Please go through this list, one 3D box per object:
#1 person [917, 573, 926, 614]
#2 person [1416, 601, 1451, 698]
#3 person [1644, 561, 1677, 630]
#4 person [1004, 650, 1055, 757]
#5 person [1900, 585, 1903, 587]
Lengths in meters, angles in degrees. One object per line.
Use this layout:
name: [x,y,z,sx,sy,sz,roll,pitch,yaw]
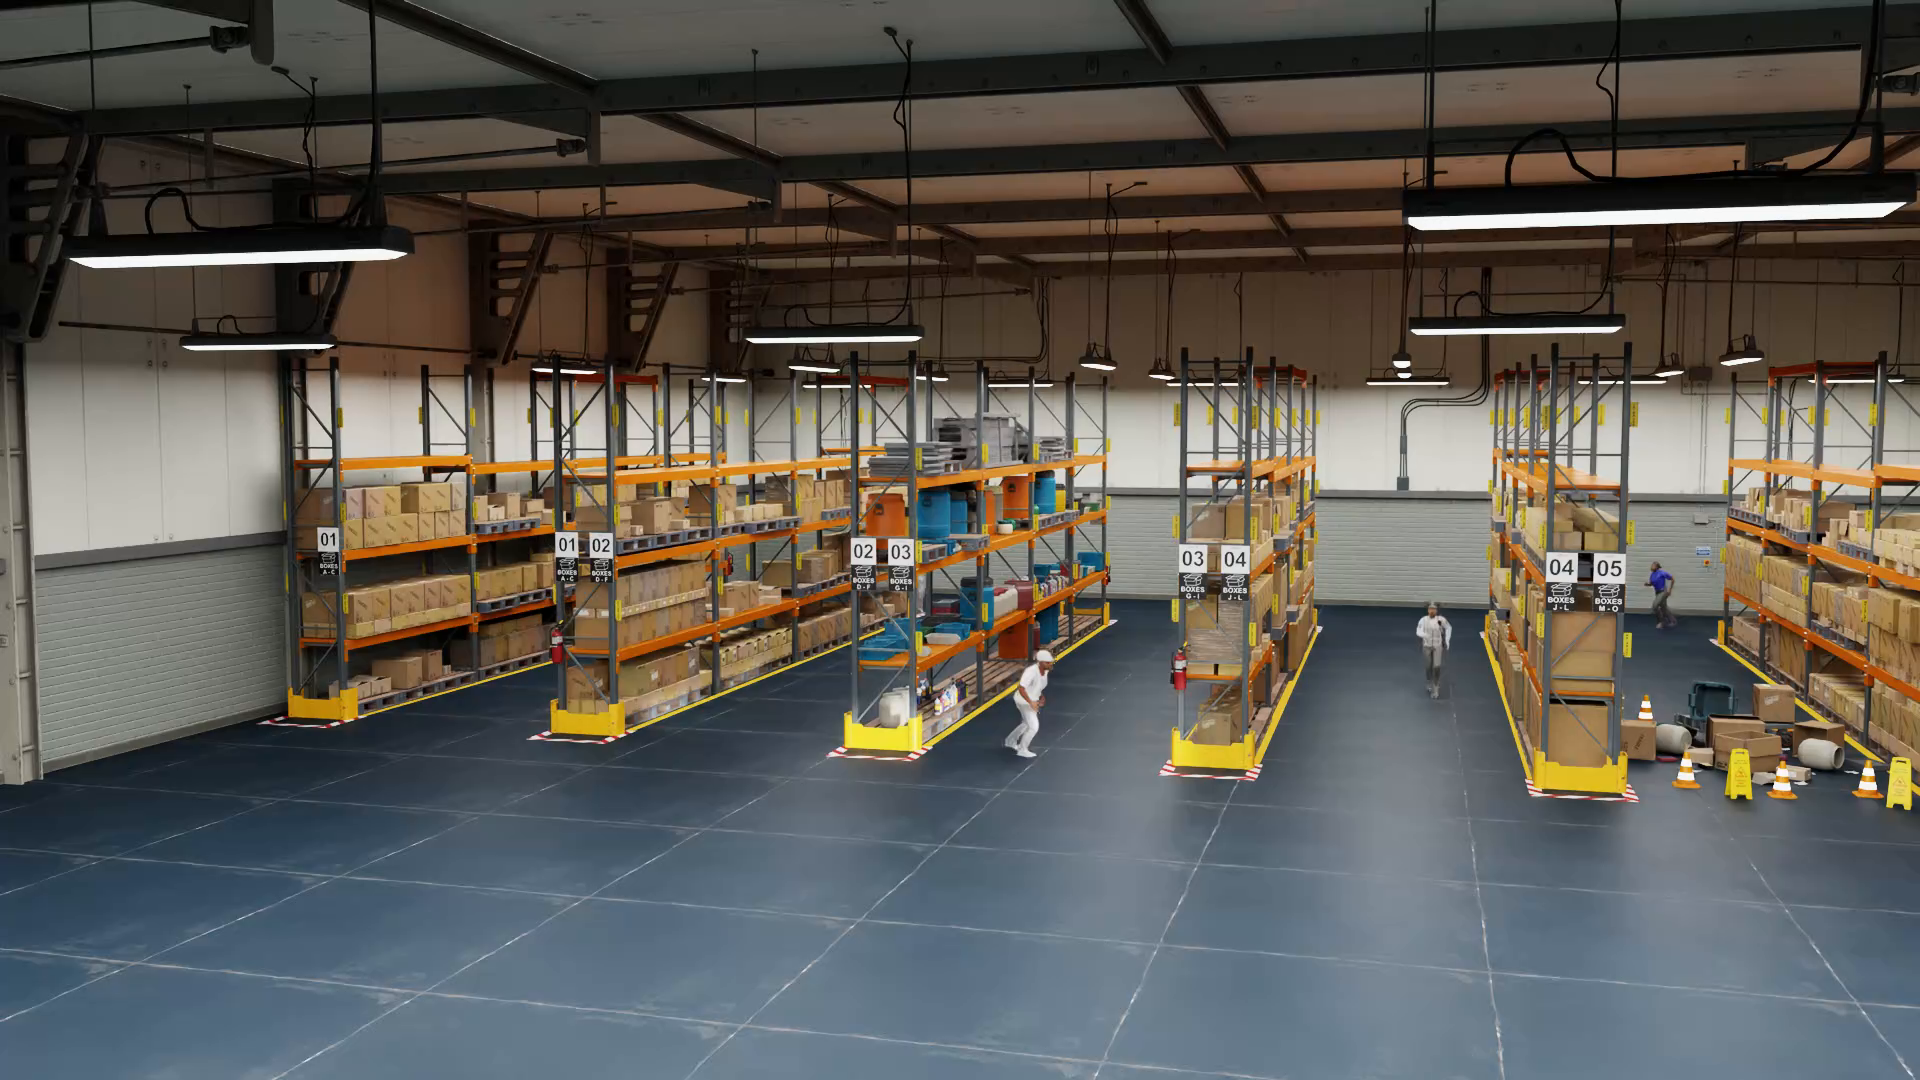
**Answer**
person: [-1.130,1.067,42.747,0.643,1.649,0.639,2,5,25]
person: [8.535,1.962,29.994,0.593,1.738,0.810,1,4,19]
person: [16.641,1.306,39.477,0.905,1.605,0.515,-1,4,-9]
person: [1.006,2.398,24.529,0.922,1.618,0.697,2,5,26]
person: [19.057,1.652,33.633,0.625,1.732,1.057,0,4,-2]
